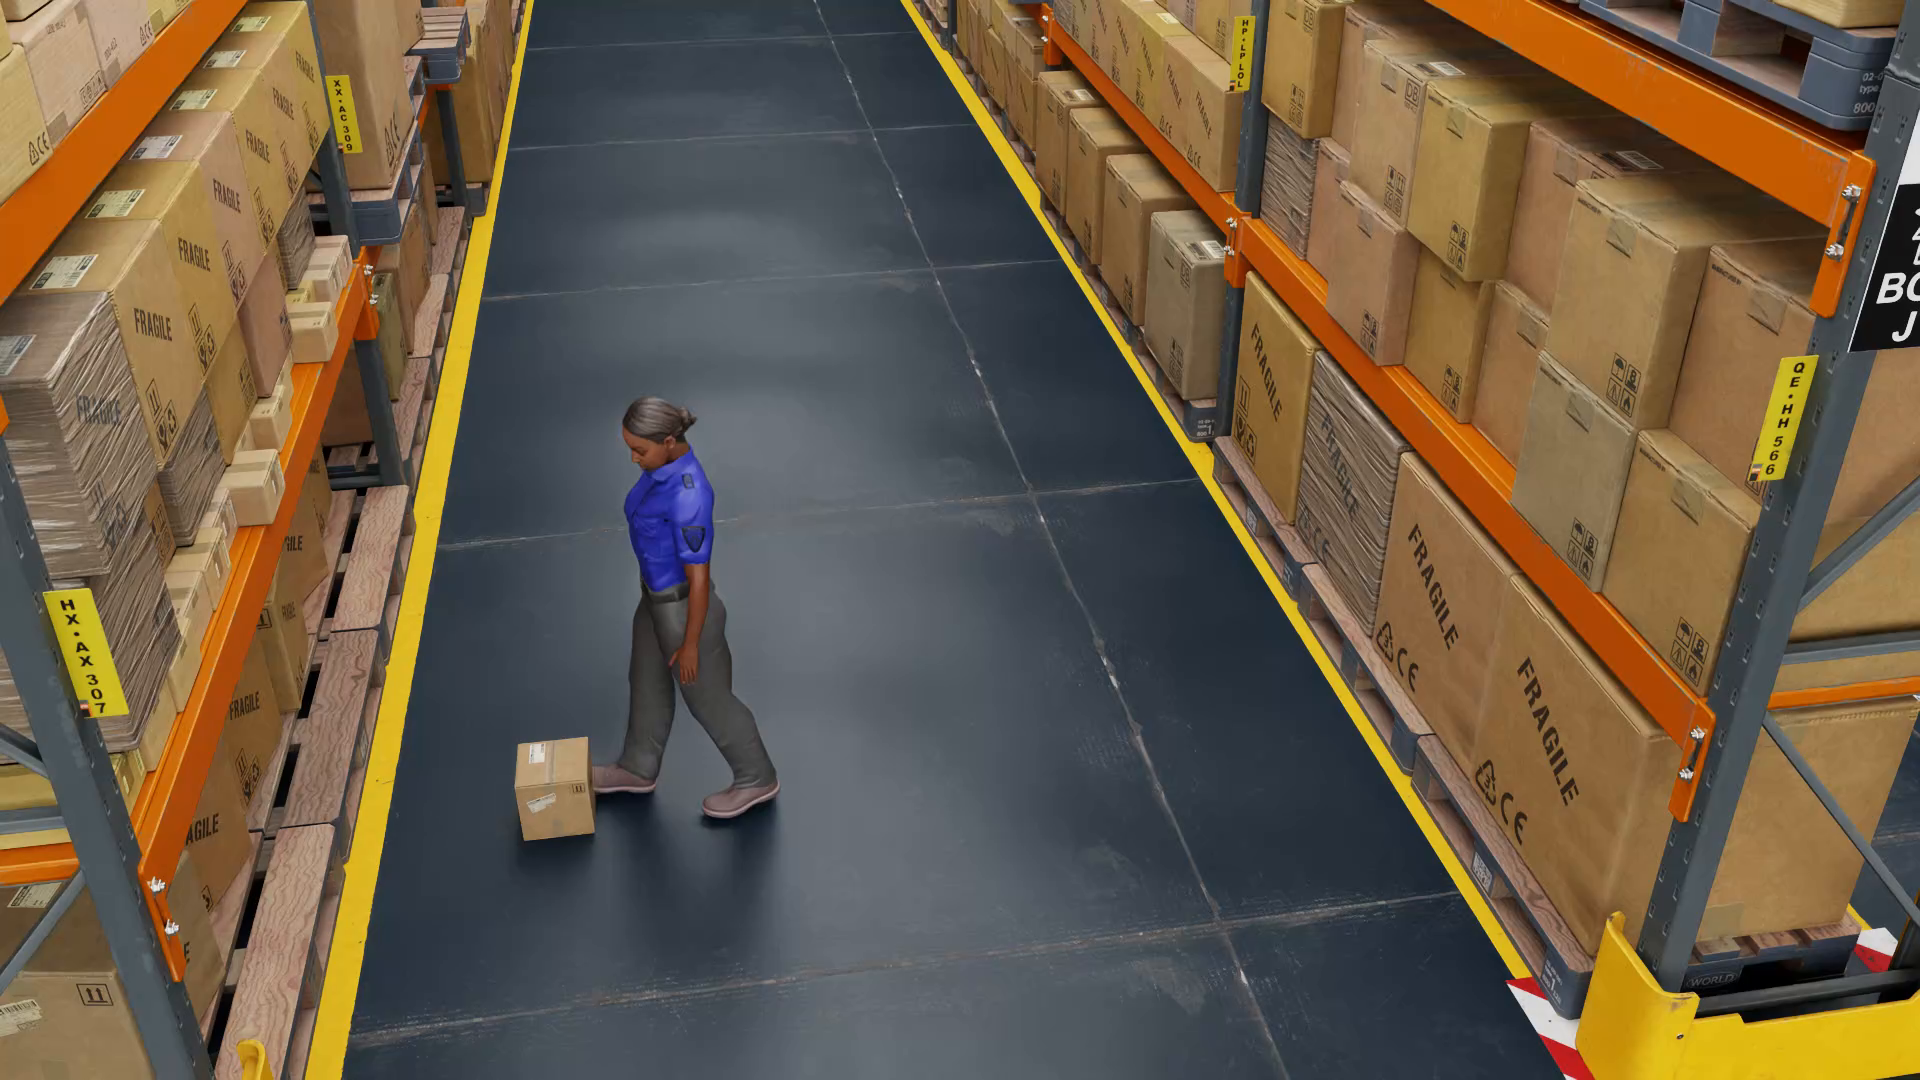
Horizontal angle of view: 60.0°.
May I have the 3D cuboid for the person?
[{"bbox_3d":[-0.953,0.217,5.704,0.549,1.583,0.474,-9,32,-14],"label":"person"}]
